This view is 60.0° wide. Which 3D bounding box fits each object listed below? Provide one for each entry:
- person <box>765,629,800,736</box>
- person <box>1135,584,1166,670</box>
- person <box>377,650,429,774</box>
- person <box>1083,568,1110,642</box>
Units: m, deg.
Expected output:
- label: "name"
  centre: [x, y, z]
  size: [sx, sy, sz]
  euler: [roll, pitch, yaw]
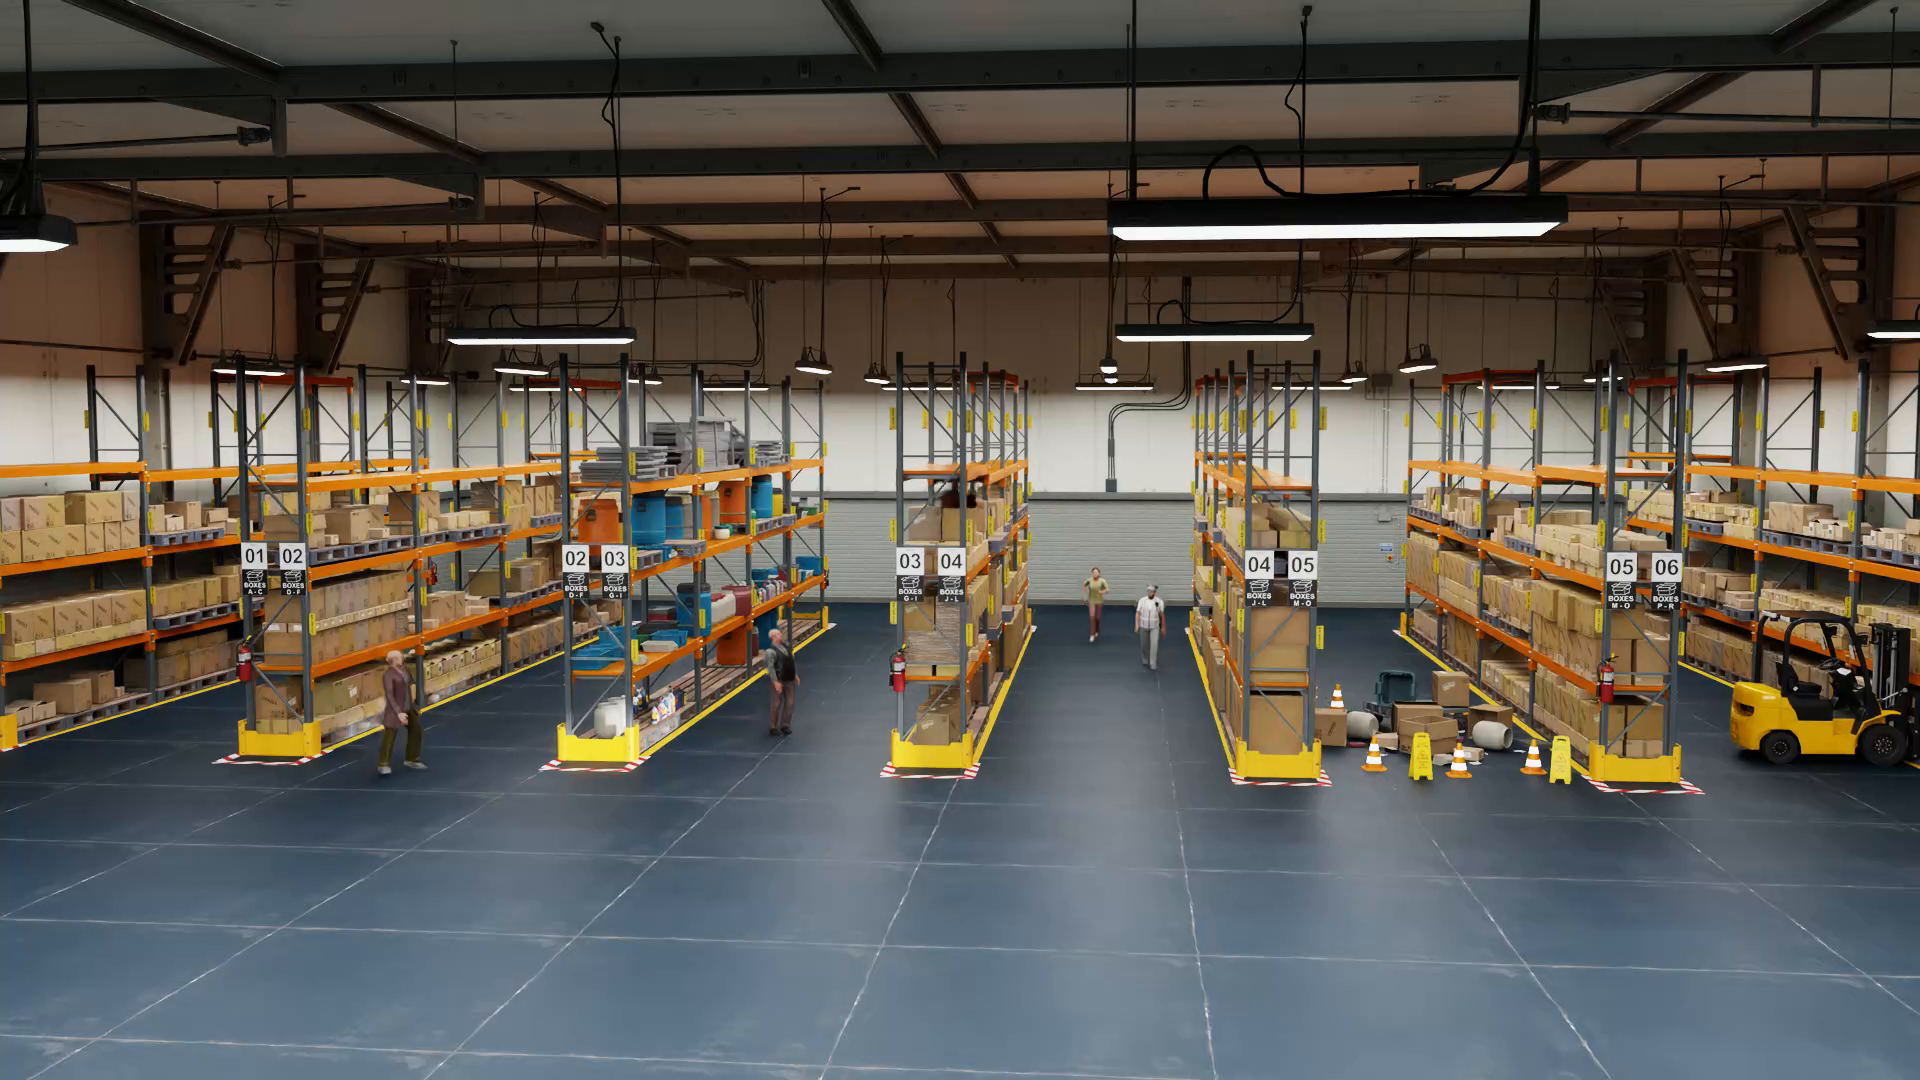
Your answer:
- label: "person"
  centre: [-2.835, 2.266, 26.561]
  size: [0.601, 1.716, 0.418]
  euler: [-3, 5, -40]
- label: "person"
  centre: [3.860, 1.746, 33.665]
  size: [0.615, 1.731, 1.032]
  euler: [1, 4, 10]
- label: "person"
  centre: [-7.989, 2.453, 23.747]
  size: [0.608, 1.803, 0.701]
  euler: [1, 4, 17]
- label: "person"
  centre: [3.115, 1.446, 37.962]
  size: [0.596, 1.643, 0.997]
  euler: [0, 4, 4]
